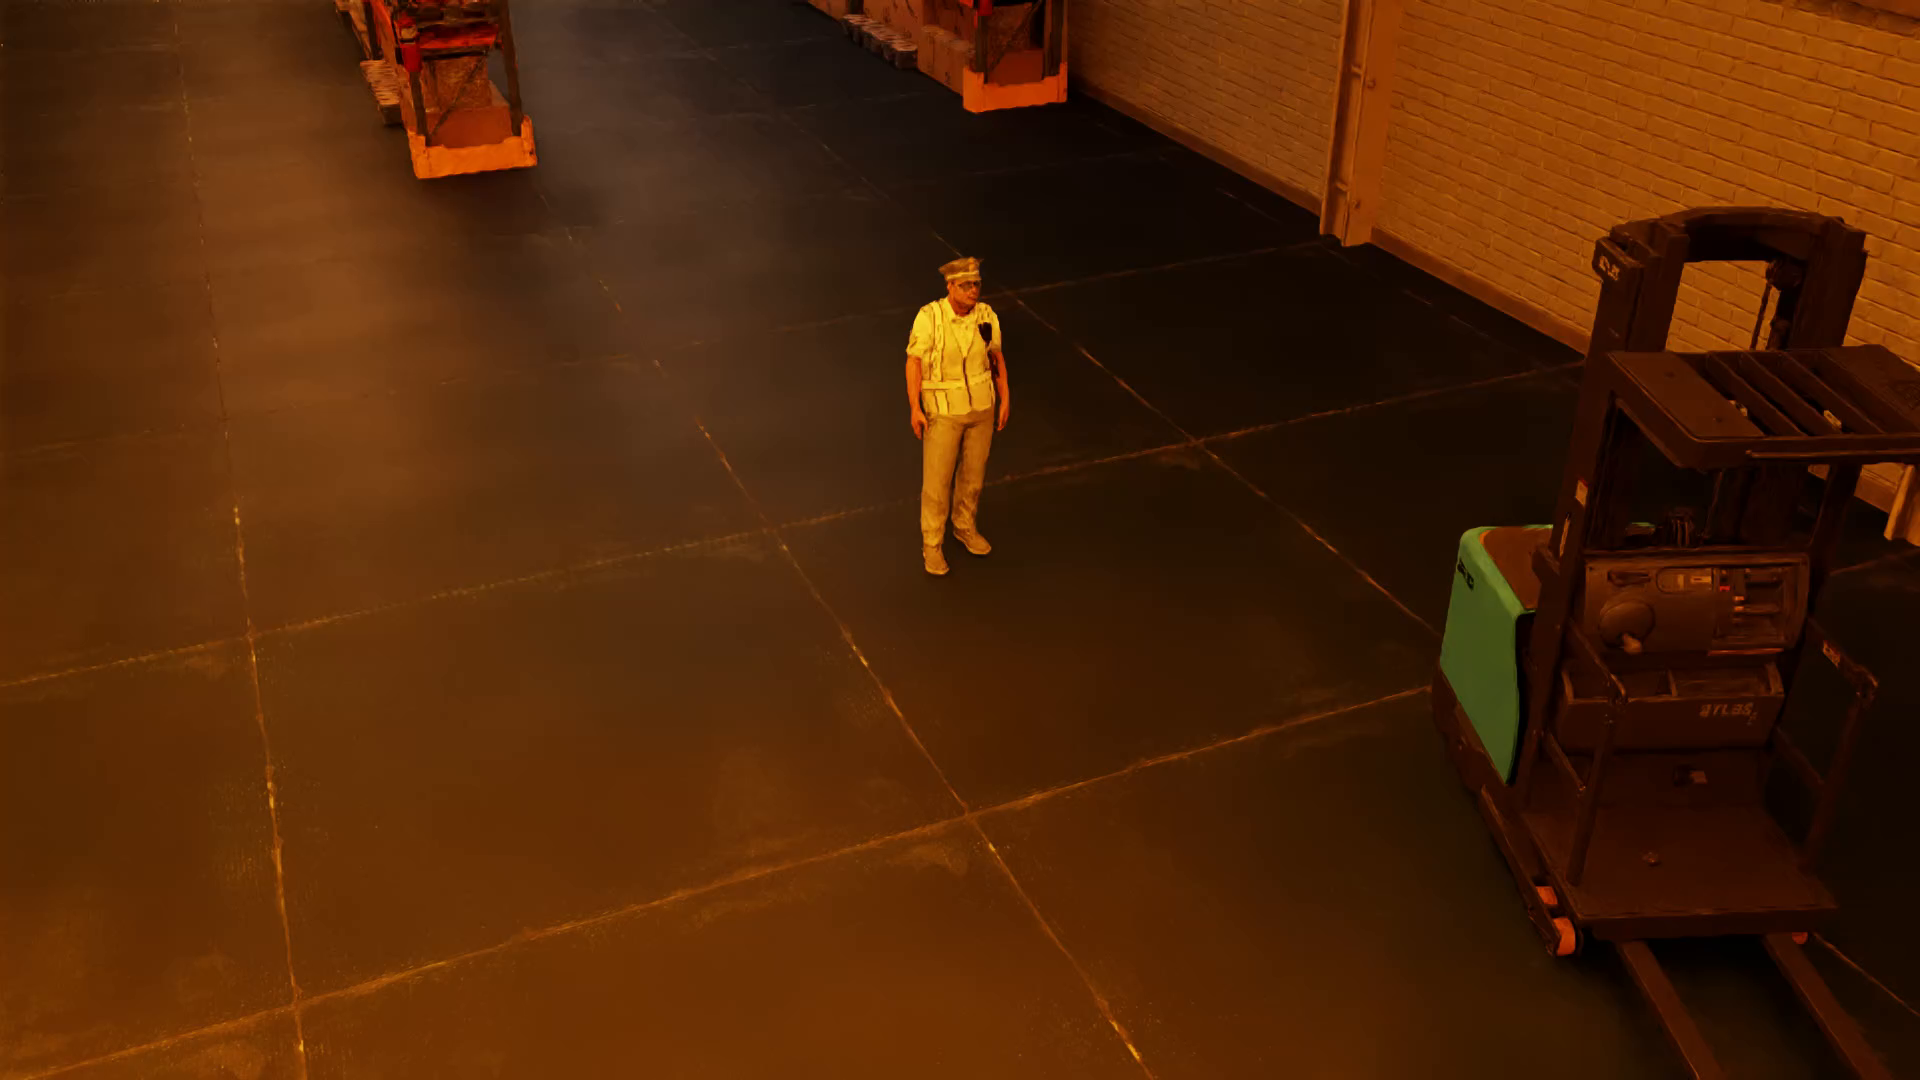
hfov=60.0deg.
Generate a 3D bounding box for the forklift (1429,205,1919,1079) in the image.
[{"bbox_3d":[3.005,0.310,6.579,1.130,2.935,3.031,-2,30,-3],"label":"forklift"}]

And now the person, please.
[{"bbox_3d":[0.020,-0.742,9.561,0.640,1.778,0.574,-12,32,-20],"label":"person"}]
